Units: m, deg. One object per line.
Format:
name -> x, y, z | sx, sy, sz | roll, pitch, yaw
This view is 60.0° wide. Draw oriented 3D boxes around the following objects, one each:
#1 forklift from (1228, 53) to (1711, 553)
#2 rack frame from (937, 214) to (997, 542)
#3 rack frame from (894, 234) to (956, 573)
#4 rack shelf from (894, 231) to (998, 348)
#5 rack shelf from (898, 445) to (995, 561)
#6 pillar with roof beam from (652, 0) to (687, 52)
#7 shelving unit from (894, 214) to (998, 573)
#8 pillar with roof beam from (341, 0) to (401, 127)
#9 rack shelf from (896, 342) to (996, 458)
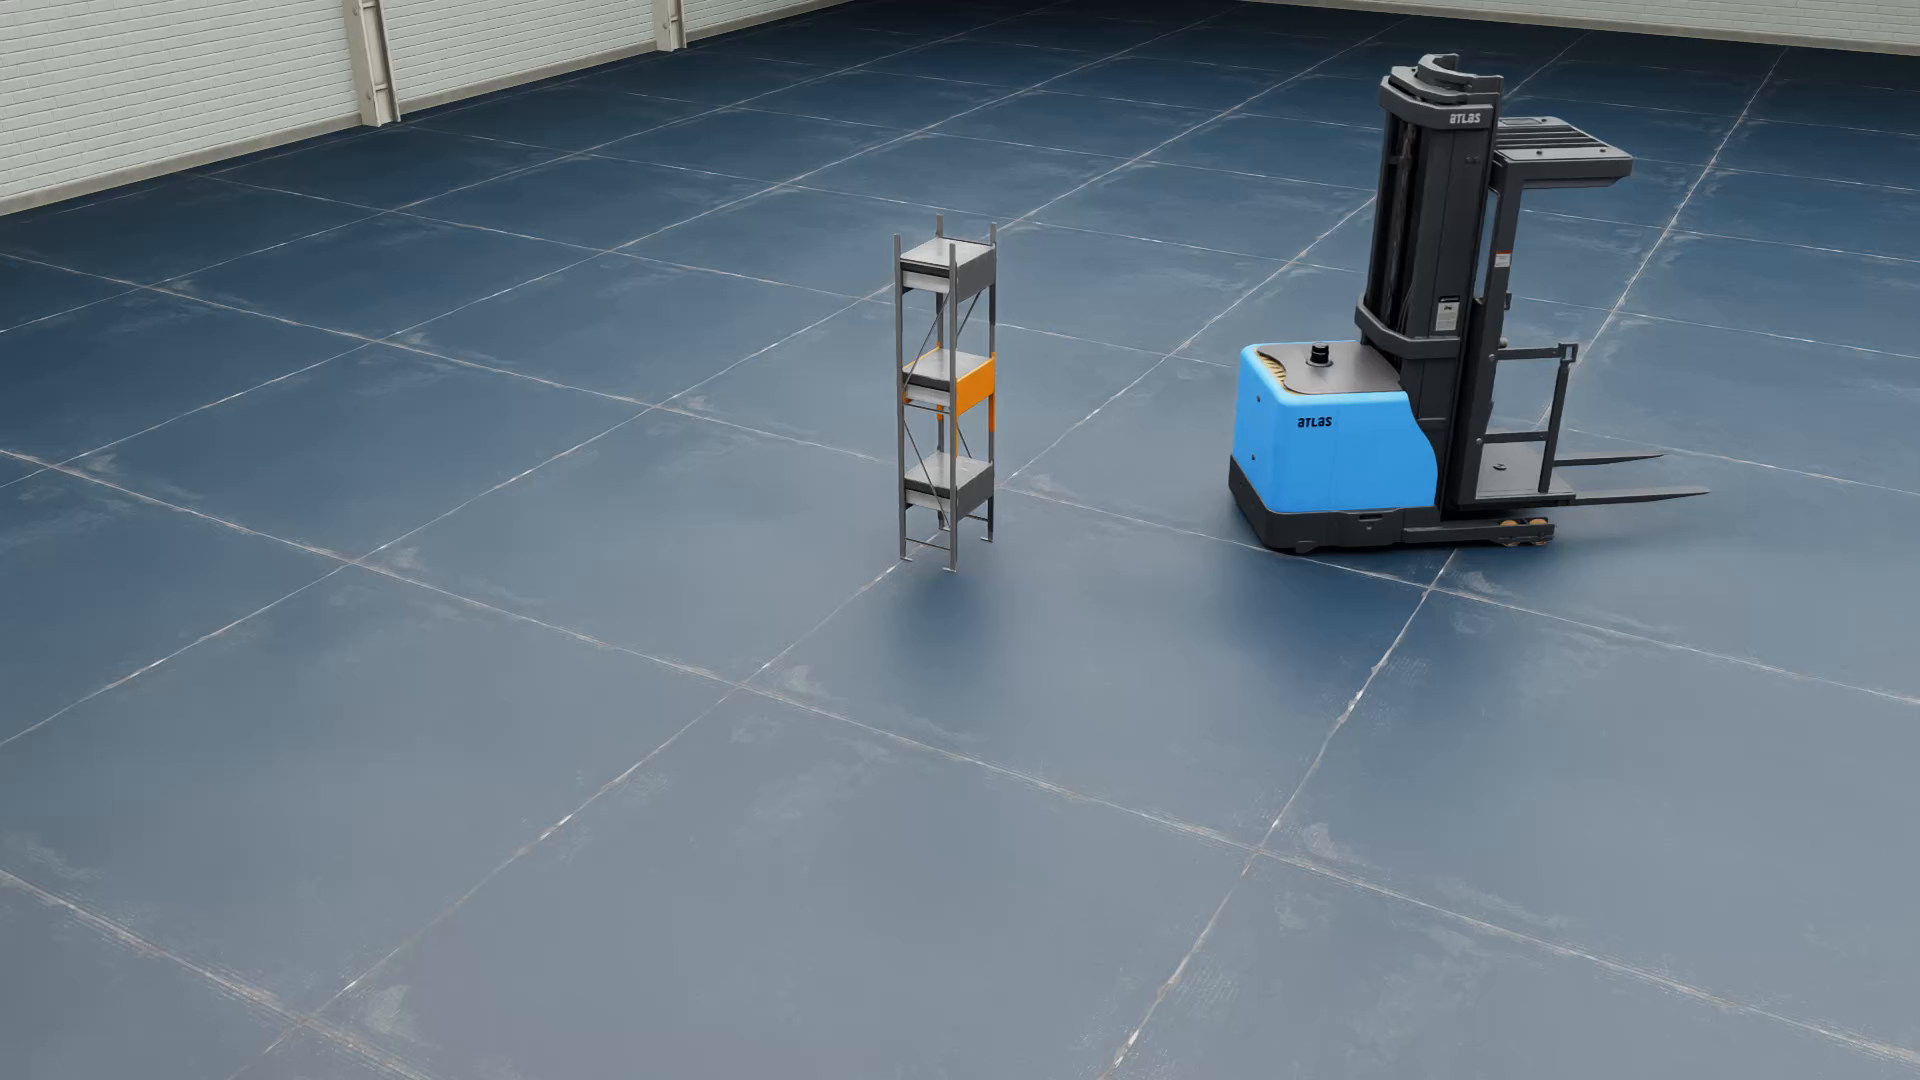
forklift -> 3.379, -1.500, 10.471 | 3.031, 2.935, 1.130 | -3, 27, -6
rack frame -> 0.039, -0.970, 10.341 | 0.400, 2.100, 0.015 | 14, 30, 26
rack frame -> -0.201, -0.779, 9.961 | 0.400, 2.100, 0.015 | 14, 30, 26
rack shelf -> -0.081, -1.488, 9.844 | 0.431, 0.518, 0.480 | 14, 30, 26
rack shelf -> -0.081, -0.236, 10.471 | 0.431, 0.518, 0.480 | 14, 30, 26
pillar with roof beam -> -0.809, -10.830, 22.331 | 9.100, 9.000, 0.400 | 14, 30, 26
shelving unit -> -0.081, -0.874, 10.151 | 0.431, 2.100, 0.503 | 14, 30, 26
pillar with roof beam -> -3.760, -8.491, 17.660 | 9.100, 9.000, 0.400 | 14, 30, 26
rack shelf -> -0.081, -0.862, 10.157 | 0.431, 0.518, 0.480 | 14, 30, 26
